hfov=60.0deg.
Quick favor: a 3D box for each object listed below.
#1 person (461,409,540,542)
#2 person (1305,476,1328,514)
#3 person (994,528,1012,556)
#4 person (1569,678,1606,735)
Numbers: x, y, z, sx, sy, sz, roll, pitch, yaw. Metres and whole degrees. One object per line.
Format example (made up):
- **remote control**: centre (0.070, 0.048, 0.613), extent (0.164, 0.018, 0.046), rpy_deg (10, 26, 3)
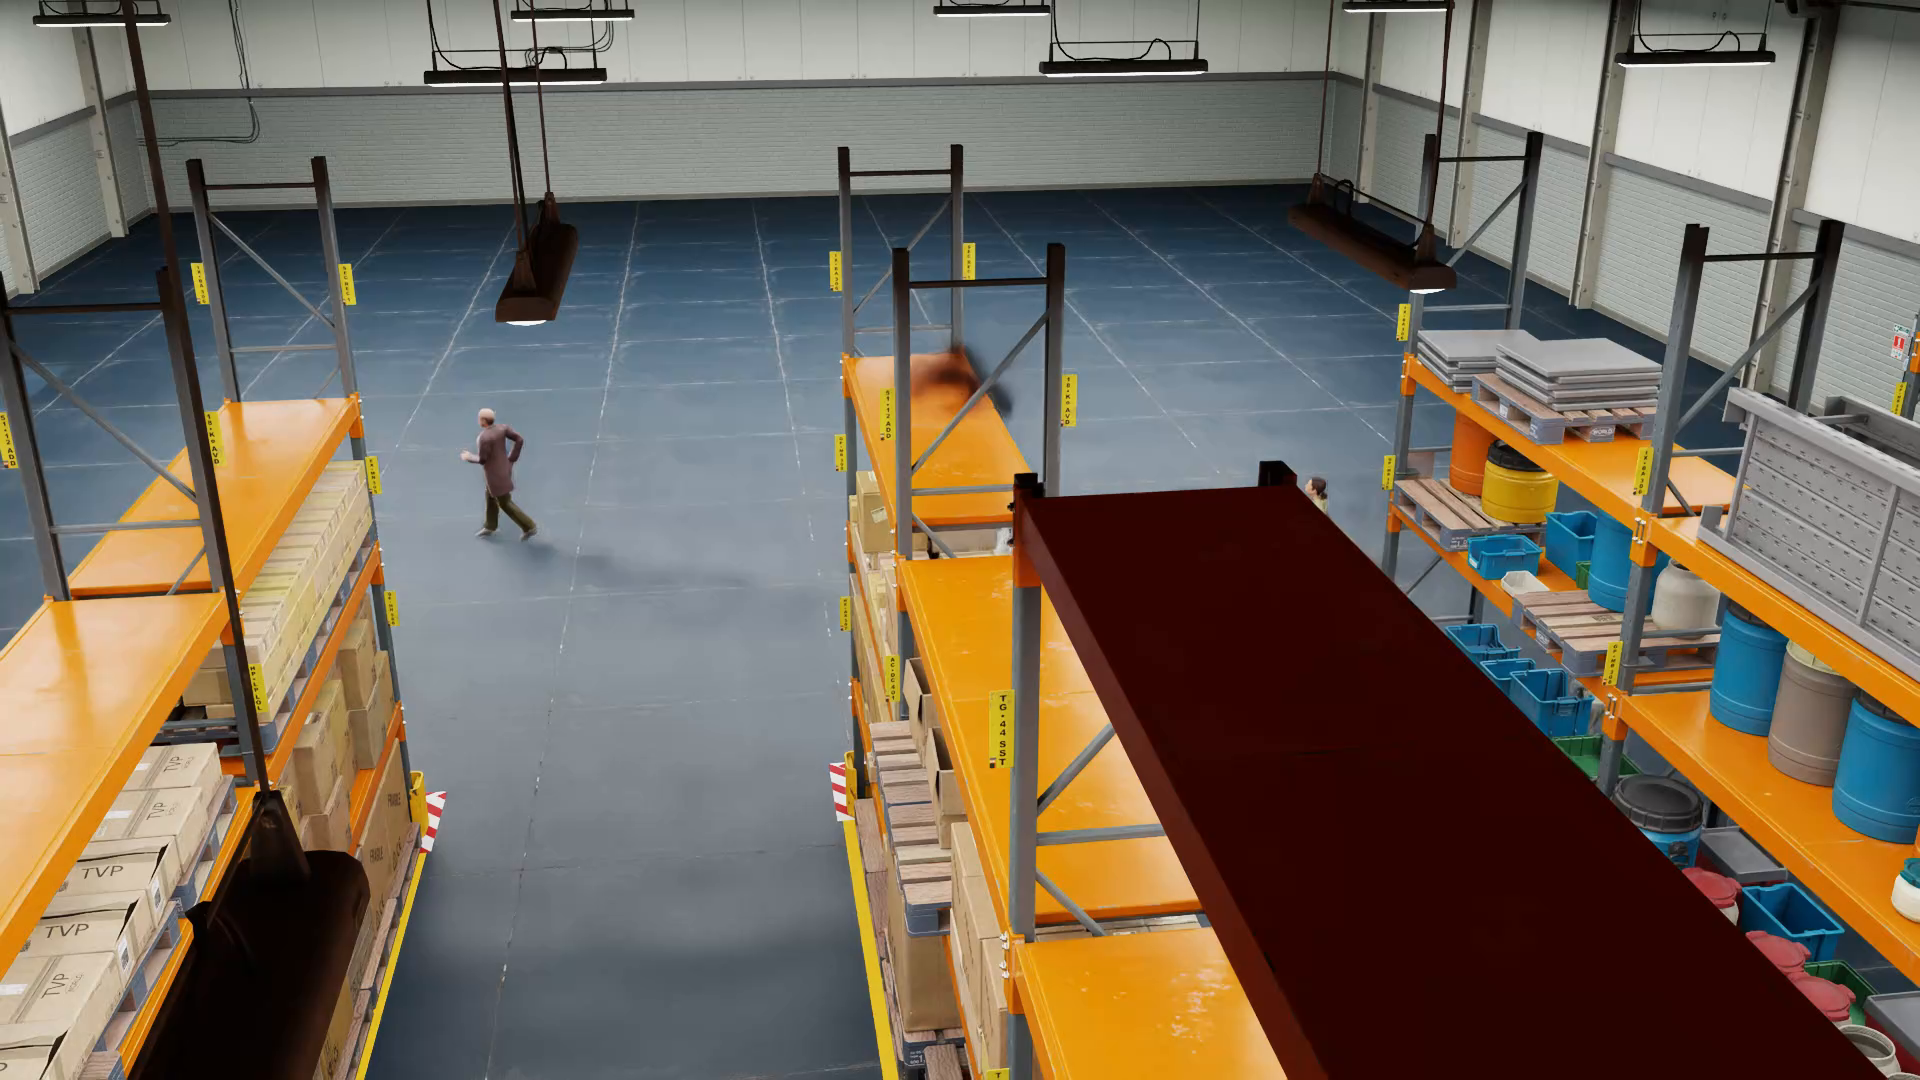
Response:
- **person**: centre (-5.867, -0.802, 21.262), extent (1.026, 1.804, 0.649), rpy_deg (5, 22, 13)
- **person**: centre (4.105, 0.022, 19.380), extent (0.579, 1.618, 0.578), rpy_deg (7, 23, 18)
- **person**: centre (0.431, 0.224, 18.837), extent (0.721, 1.764, 0.632), rpy_deg (9, 23, 22)
- **person**: centre (5.996, 1.530, 15.542), extent (0.631, 1.671, 0.713), rpy_deg (-5, 22, -13)
